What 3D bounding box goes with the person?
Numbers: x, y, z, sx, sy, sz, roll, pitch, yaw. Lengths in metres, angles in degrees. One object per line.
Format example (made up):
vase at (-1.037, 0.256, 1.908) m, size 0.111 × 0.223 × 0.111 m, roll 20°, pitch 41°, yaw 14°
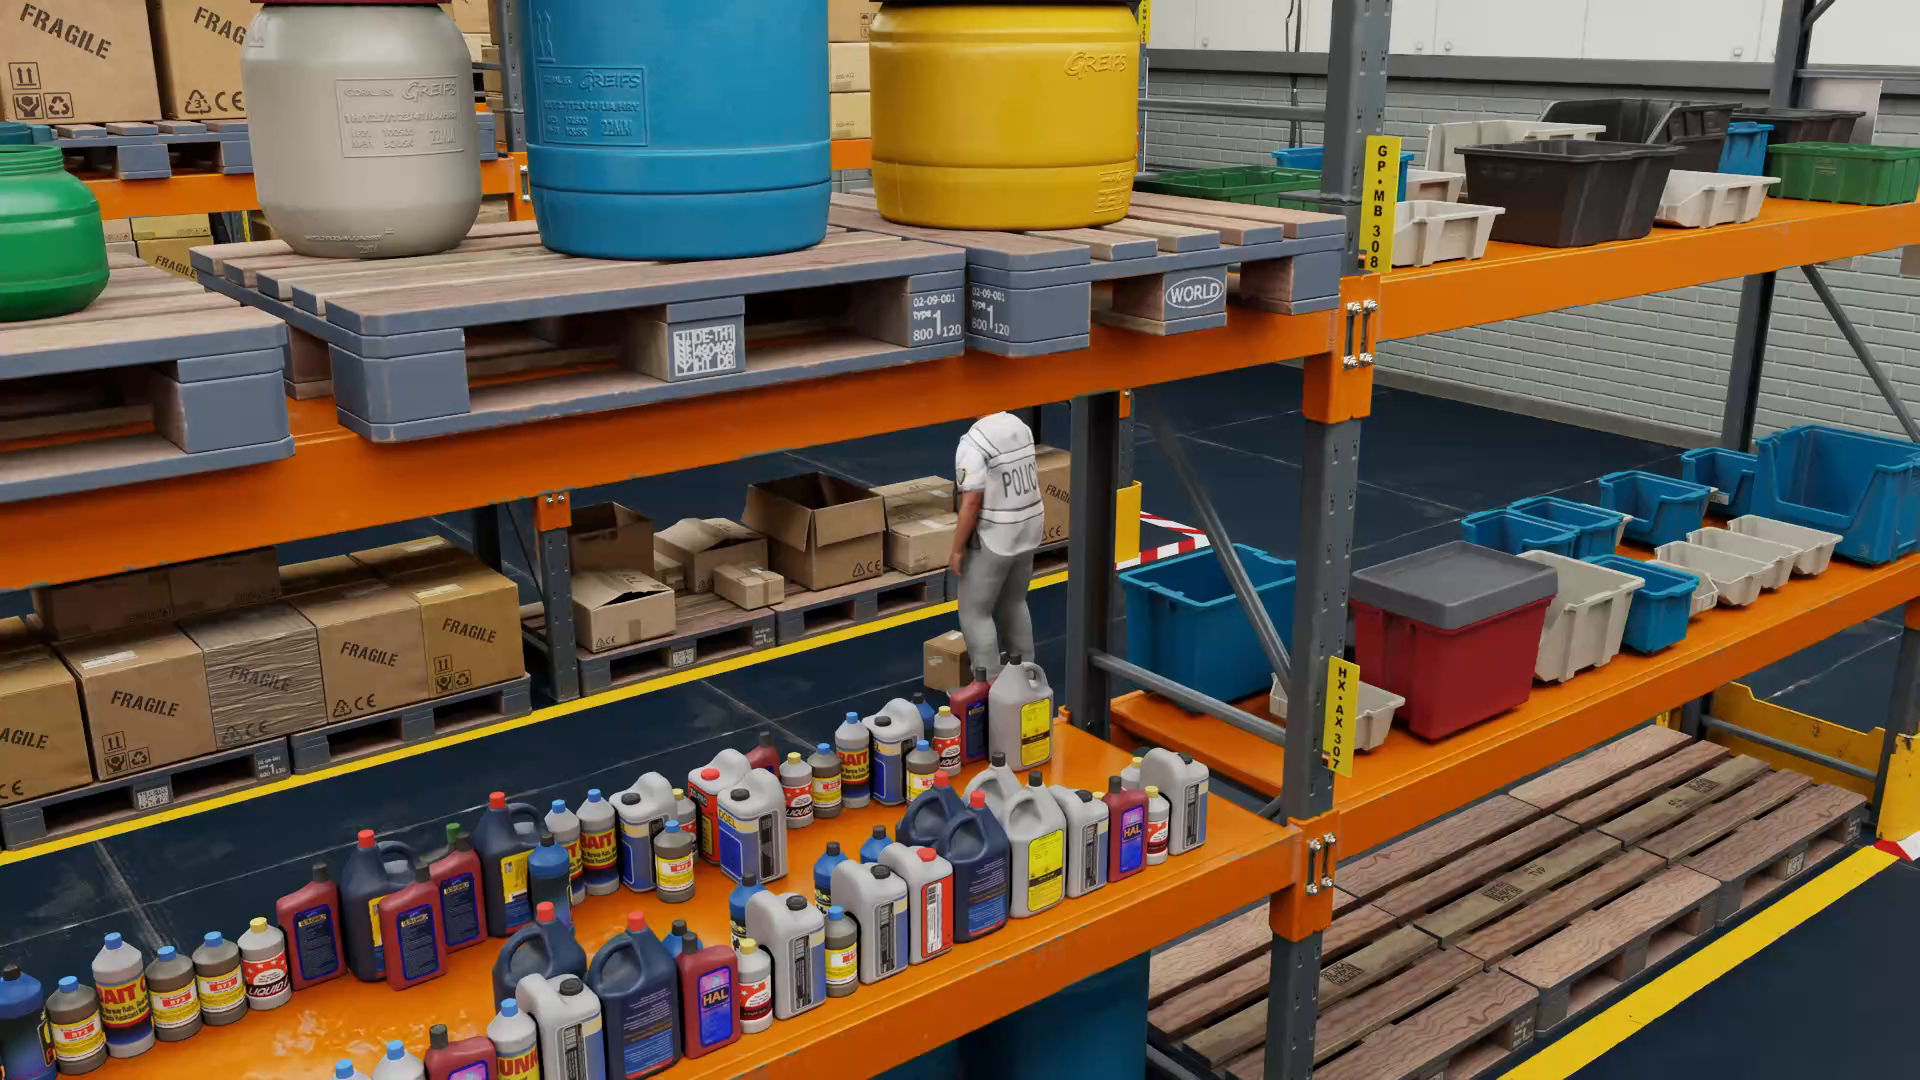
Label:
person at (0.187, -0.002, 8.542) m, size 0.433 × 1.748 × 0.595 m, roll 14°, pitch 23°, yaw 38°
